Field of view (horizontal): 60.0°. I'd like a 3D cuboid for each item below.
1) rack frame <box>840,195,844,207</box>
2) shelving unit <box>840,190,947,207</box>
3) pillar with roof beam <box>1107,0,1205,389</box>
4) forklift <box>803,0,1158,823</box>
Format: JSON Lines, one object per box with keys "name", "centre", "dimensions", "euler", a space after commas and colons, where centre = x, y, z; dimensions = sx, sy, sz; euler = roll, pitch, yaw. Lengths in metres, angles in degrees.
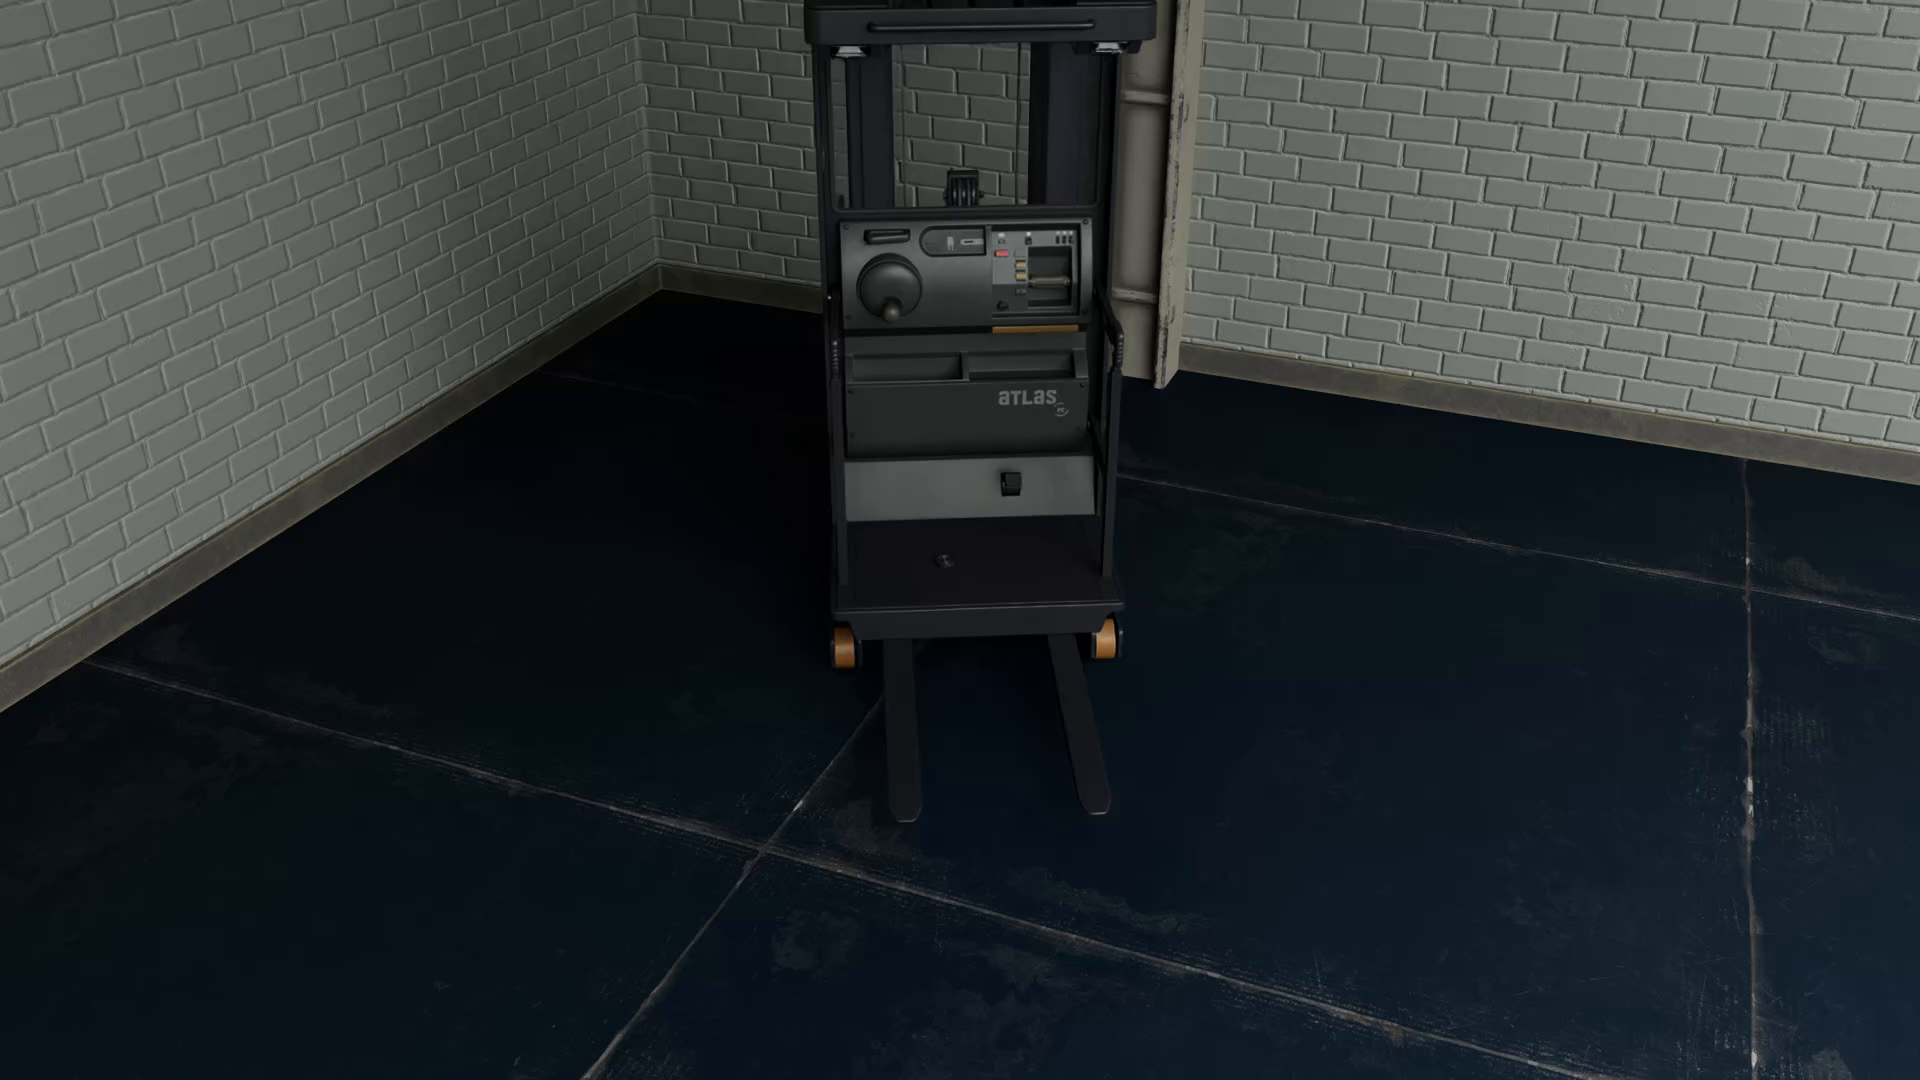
{"name": "rack frame", "centre": [-0.523, -0.998, 7.797], "dimensions": [0.015, 1.200, 0.240], "euler": [-4, 30, -7]}
{"name": "shelving unit", "centre": [-0.282, -1.016, 7.828], "dimensions": [0.503, 1.200, 0.258], "euler": [-4, 30, -7]}
{"name": "pillar with roof beam", "centre": [-0.688, -2.845, 3.139], "dimensions": [0.400, 9.000, 9.100], "euler": [11, 31, 19]}
{"name": "forklift", "centre": [0.041, -0.950, 5.952], "dimensions": [1.130, 2.935, 3.031], "euler": [-2, 30, -3]}
